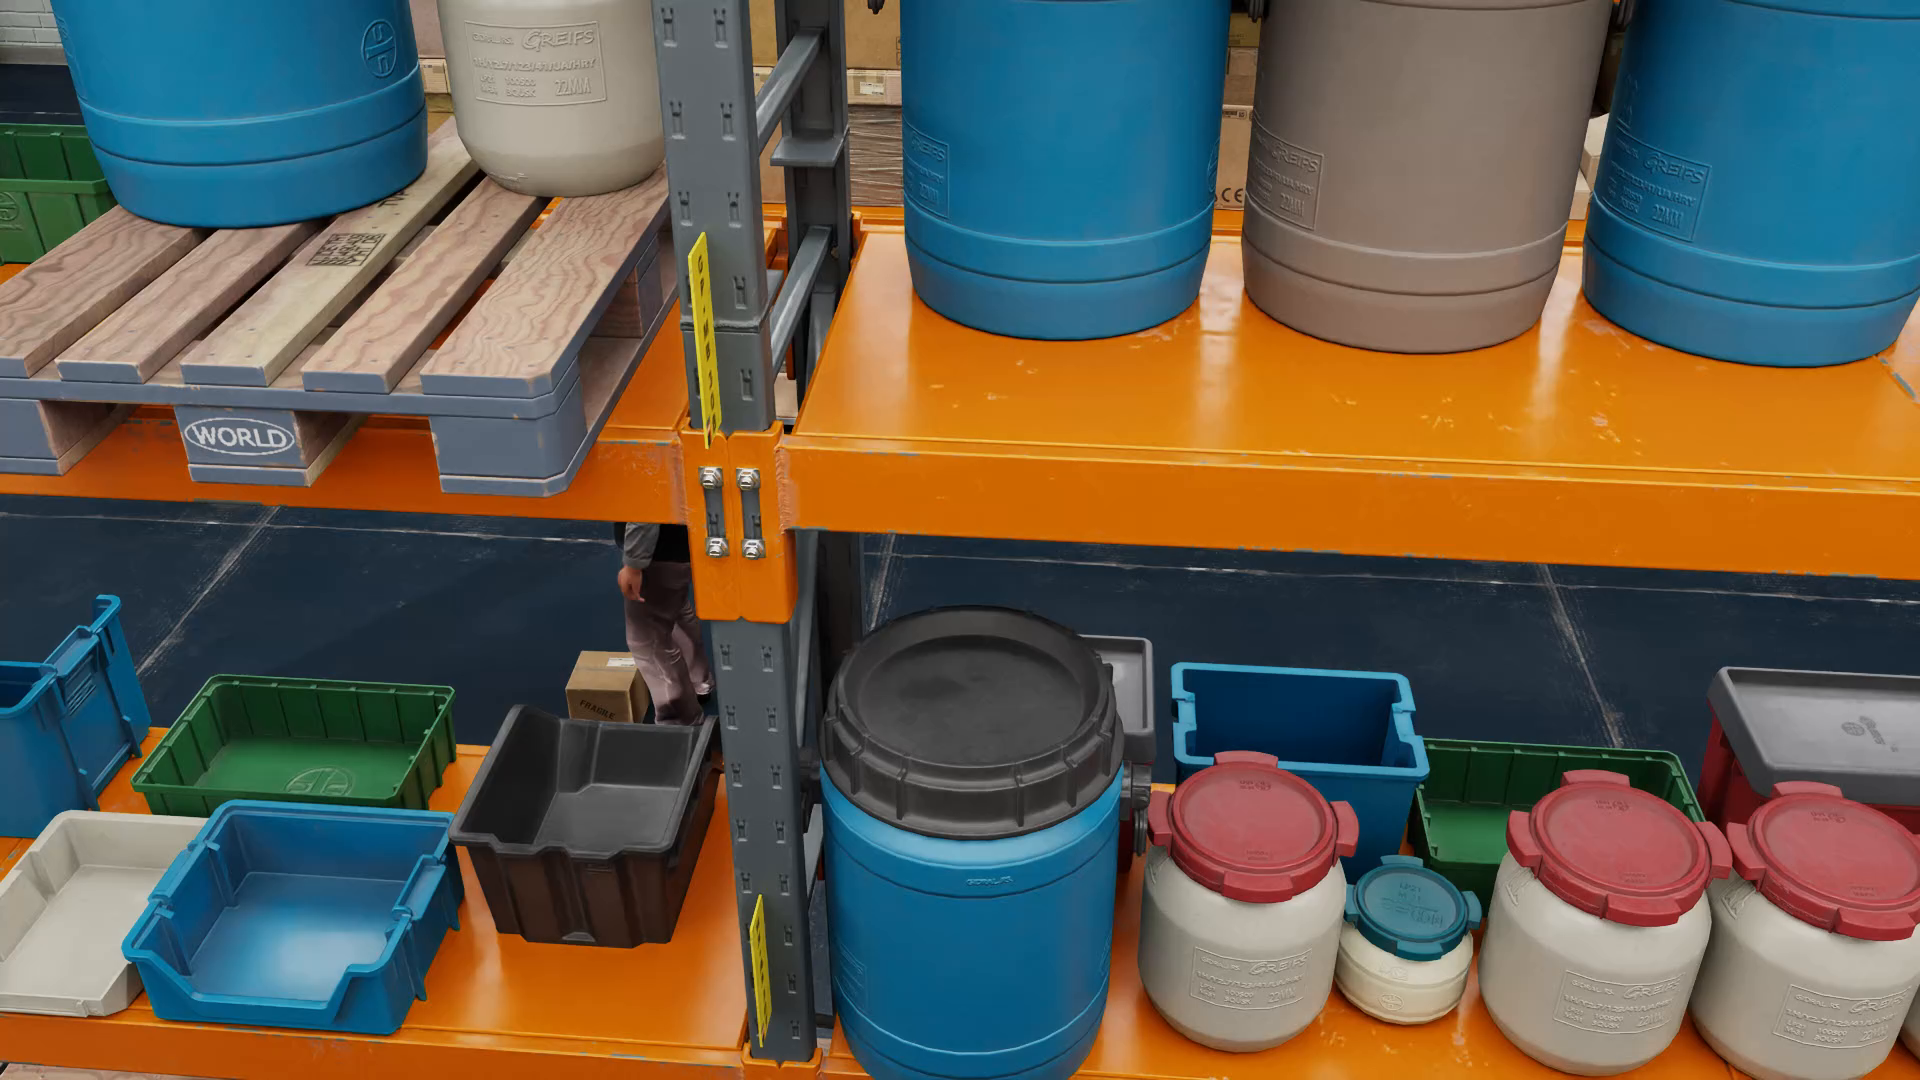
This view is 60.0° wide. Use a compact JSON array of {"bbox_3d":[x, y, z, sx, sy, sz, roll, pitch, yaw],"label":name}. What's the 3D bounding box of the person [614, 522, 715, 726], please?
[{"bbox_3d":[-1.108,-0.003,6.164,0.412,1.721,0.582,2,32,4],"label":"person"}]
